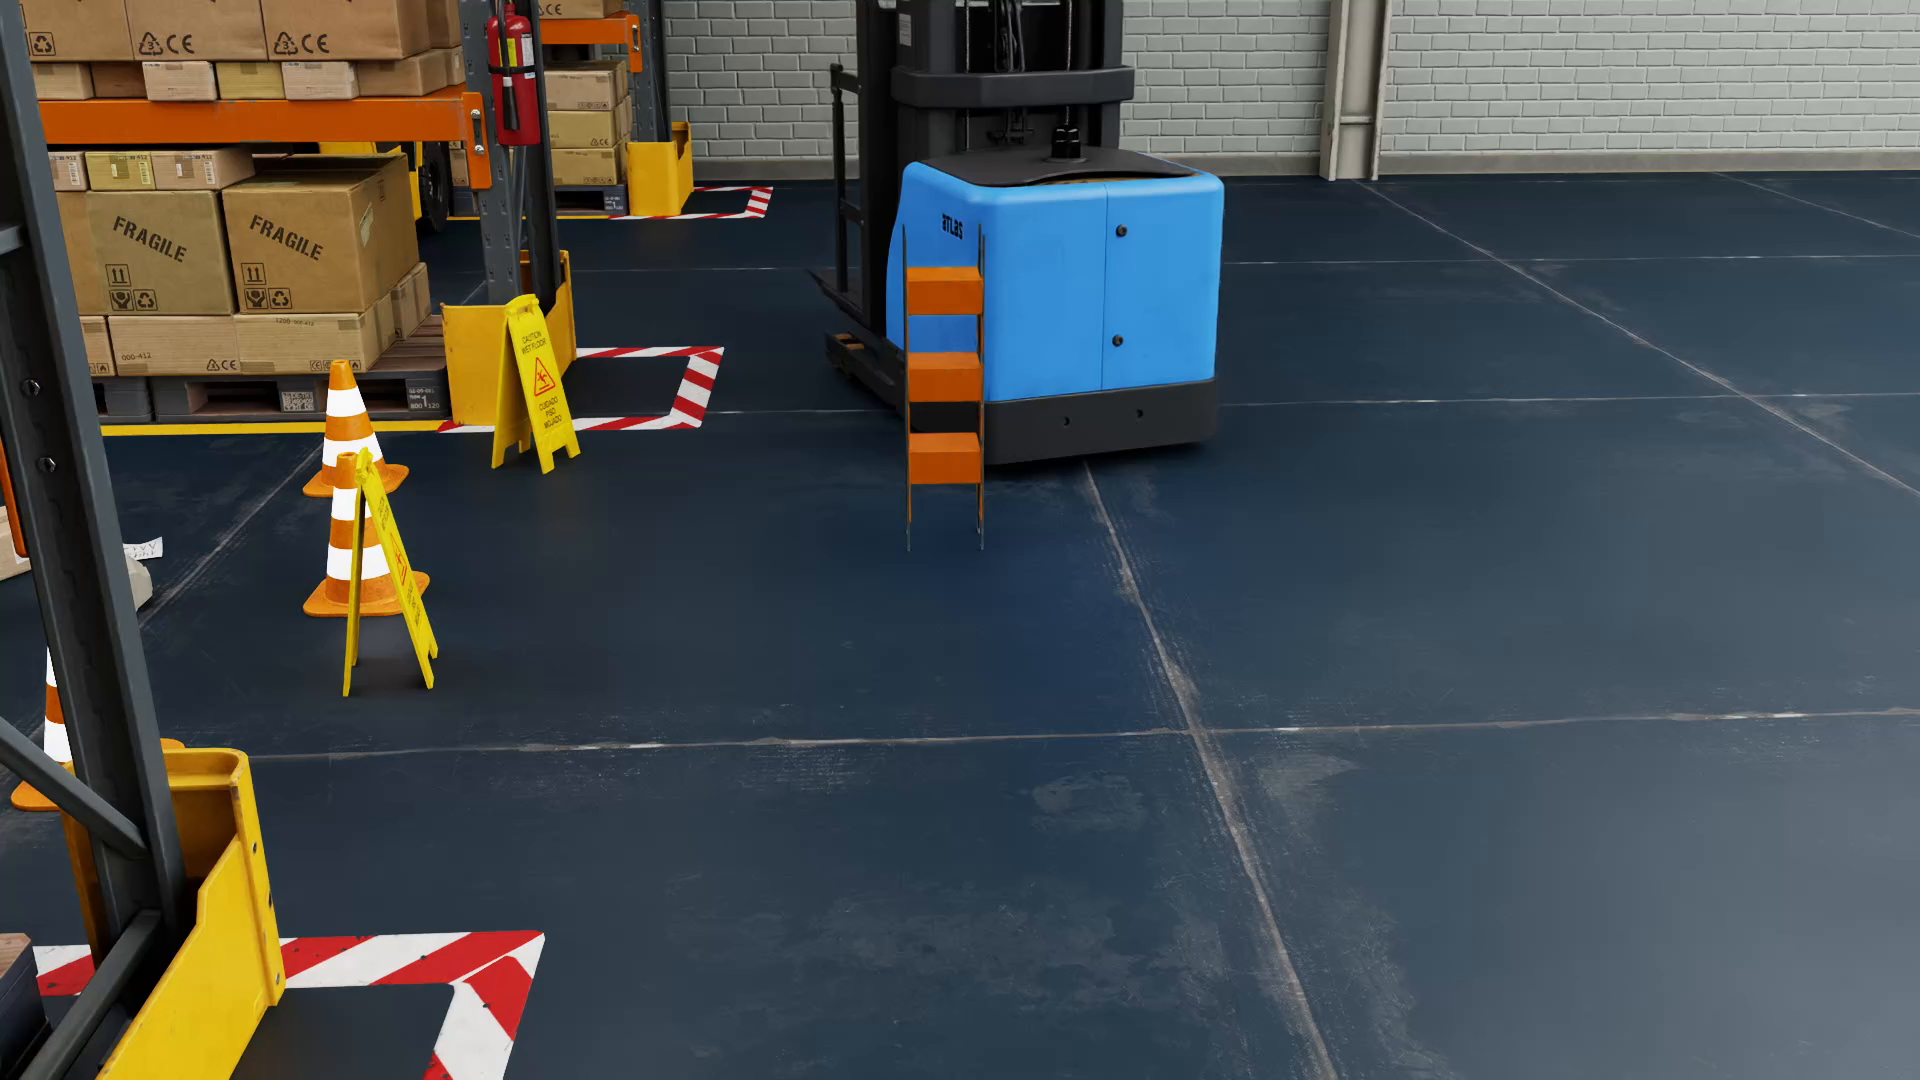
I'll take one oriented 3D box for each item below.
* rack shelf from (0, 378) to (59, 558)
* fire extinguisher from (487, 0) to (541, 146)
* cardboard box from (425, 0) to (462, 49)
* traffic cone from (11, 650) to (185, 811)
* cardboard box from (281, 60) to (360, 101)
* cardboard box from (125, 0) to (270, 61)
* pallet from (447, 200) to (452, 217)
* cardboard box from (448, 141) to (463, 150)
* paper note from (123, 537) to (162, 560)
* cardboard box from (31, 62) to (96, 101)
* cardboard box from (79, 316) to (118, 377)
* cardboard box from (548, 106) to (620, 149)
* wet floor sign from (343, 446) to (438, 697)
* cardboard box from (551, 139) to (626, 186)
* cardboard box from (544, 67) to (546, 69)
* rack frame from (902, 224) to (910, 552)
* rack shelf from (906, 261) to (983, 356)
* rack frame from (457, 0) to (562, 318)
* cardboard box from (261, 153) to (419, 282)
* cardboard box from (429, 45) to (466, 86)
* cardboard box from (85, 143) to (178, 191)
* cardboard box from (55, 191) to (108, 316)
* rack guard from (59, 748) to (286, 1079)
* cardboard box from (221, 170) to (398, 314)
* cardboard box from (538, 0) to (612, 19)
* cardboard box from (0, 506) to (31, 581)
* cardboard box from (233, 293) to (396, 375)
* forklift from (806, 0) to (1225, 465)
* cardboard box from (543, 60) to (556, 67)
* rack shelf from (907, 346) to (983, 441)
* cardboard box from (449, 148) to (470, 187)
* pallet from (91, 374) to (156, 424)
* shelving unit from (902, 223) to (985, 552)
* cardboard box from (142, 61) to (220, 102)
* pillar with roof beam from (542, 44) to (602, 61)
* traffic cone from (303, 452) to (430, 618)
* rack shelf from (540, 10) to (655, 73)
[{"bbox_3d":[-3.500,0.050,2.285,4.000,0.370,1.077,-1,21,-3],"label":"rack shelf"},{"bbox_3d":[-1.746,-1.886,6.467,0.183,0.674,0.296,-1,21,-3],"label":"fire extinguisher"},{"bbox_3d":[-2.375,-2.358,7.040,0.500,0.500,0.500,-1,21,-4],"label":"cardboard box"},{"bbox_3d":[-2.115,0.365,4.012,0.334,0.463,0.336,-1,21,-3],"label":"traffic cone"},{"bbox_3d":[-2.494,-1.838,6.585,0.250,0.149,0.380,-1,21,-4],"label":"cardboard box"},{"bbox_3d":[-2.913,-2.152,6.498,0.500,0.500,0.500,-1,21,-3],"label":"cardboard box"},{"bbox_3d":[-4.150,-2.489,11.862,1.213,0.211,1.003,-1,21,-3],"label":"pallet"},{"bbox_3d":[-3.657,-2.846,11.452,0.500,0.250,0.500,-2,21,-4],"label":"cardboard box"},{"bbox_3d":[-2.717,0.031,5.498,0.142,0.019,0.148,-9,23,-22],"label":"paper note"},{"bbox_3d":[-3.521,-1.831,6.569,0.250,0.149,0.380,-1,21,-4],"label":"cardboard box"},{"bbox_3d":[-3.718,-0.862,6.944,0.500,0.250,0.500,-2,21,-5],"label":"cardboard box"},{"bbox_3d":[-2.642,-2.870,11.516,0.500,0.250,0.500,-1,21,-4],"label":"cardboard box"},{"bbox_3d":[-1.587,0.069,4.532,0.232,0.644,0.267,-5,21,-12],"label":"wet floor sign"},{"bbox_3d":[-2.625,-2.636,11.603,0.500,0.250,0.500,-1,21,-3],"label":"cardboard box"},{"bbox_3d":[-3.125,-3.092,11.397,0.500,0.250,0.500,-1,21,-2],"label":"cardboard box"},{"bbox_3d":[-0.175,-0.487,5.425,0.008,1.050,0.200,-1,21,-3],"label":"rack frame"},{"bbox_3d":[-0.053,-0.745,5.334,0.240,0.259,0.215,-1,21,-3],"label":"rack shelf"},{"bbox_3d":[-1.887,-2.083,6.877,0.127,3.000,1.000,-1,21,-3],"label":"rack frame"},{"bbox_3d":[-2.732,-1.426,7.371,0.500,0.500,0.500,-2,21,-5],"label":"cardboard box"},{"bbox_3d":[-2.238,-2.033,7.097,0.250,0.149,0.380,-1,21,-3],"label":"cardboard box"},{"bbox_3d":[-3.285,-1.504,6.664,0.250,0.149,0.380,-1,21,-2],"label":"cardboard box"},{"bbox_3d":[-3.697,-1.217,6.821,0.500,0.500,0.500,-2,21,-4],"label":"cardboard box"},{"bbox_3d":[-1.479,0.841,2.710,0.348,0.500,1.175,-1,21,-3],"label":"rack guard"},{"bbox_3d":[-2.672,-1.236,6.872,0.500,0.500,0.500,-1,21,-3],"label":"cardboard box"},{"bbox_3d":[-2.650,-3.790,11.219,0.500,0.500,0.500,-2,21,-4],"label":"cardboard box"},{"bbox_3d":[-3.079,-0.007,5.430,0.250,0.149,0.380,10,23,25],"label":"cardboard box"},{"bbox_3d":[-2.702,-0.882,6.996,0.500,0.250,0.500,-1,21,-3],"label":"cardboard box"},{"bbox_3d":[0.020,-2.138,7.117,1.130,2.935,3.031,-7,22,-18],"label":"forklift"},{"bbox_3d":[-3.163,-3.271,11.866,0.500,0.250,0.500,-1,21,-3],"label":"cardboard box"},{"bbox_3d":[-0.053,-0.480,5.435,0.240,0.259,0.215,-1,21,-3],"label":"rack shelf"},{"bbox_3d":[-3.622,-2.622,11.567,0.500,0.250,0.500,-1,21,-2],"label":"cardboard box"},{"bbox_3d":[-3.991,-0.751,7.297,1.213,0.211,1.003,-1,21,-3],"label":"pallet"},{"bbox_3d":[-0.053,-0.490,5.431,0.252,1.050,0.215,-1,21,-3],"label":"shelving unit"},{"bbox_3d":[-3.007,-1.824,6.550,0.250,0.149,0.380,-1,21,-2],"label":"cardboard box"},{"bbox_3d":[-2.675,-5.427,7.228,0.400,9.000,9.100,-1,21,-3],"label":"pillar with roof beam"},{"bbox_3d":[-1.840,-0.043,5.085,0.334,0.463,0.336,-1,21,-3],"label":"traffic cone"},{"bbox_3d":[-4.171,-3.470,11.530,4.000,0.370,1.077,-1,21,-3],"label":"rack shelf"}]
